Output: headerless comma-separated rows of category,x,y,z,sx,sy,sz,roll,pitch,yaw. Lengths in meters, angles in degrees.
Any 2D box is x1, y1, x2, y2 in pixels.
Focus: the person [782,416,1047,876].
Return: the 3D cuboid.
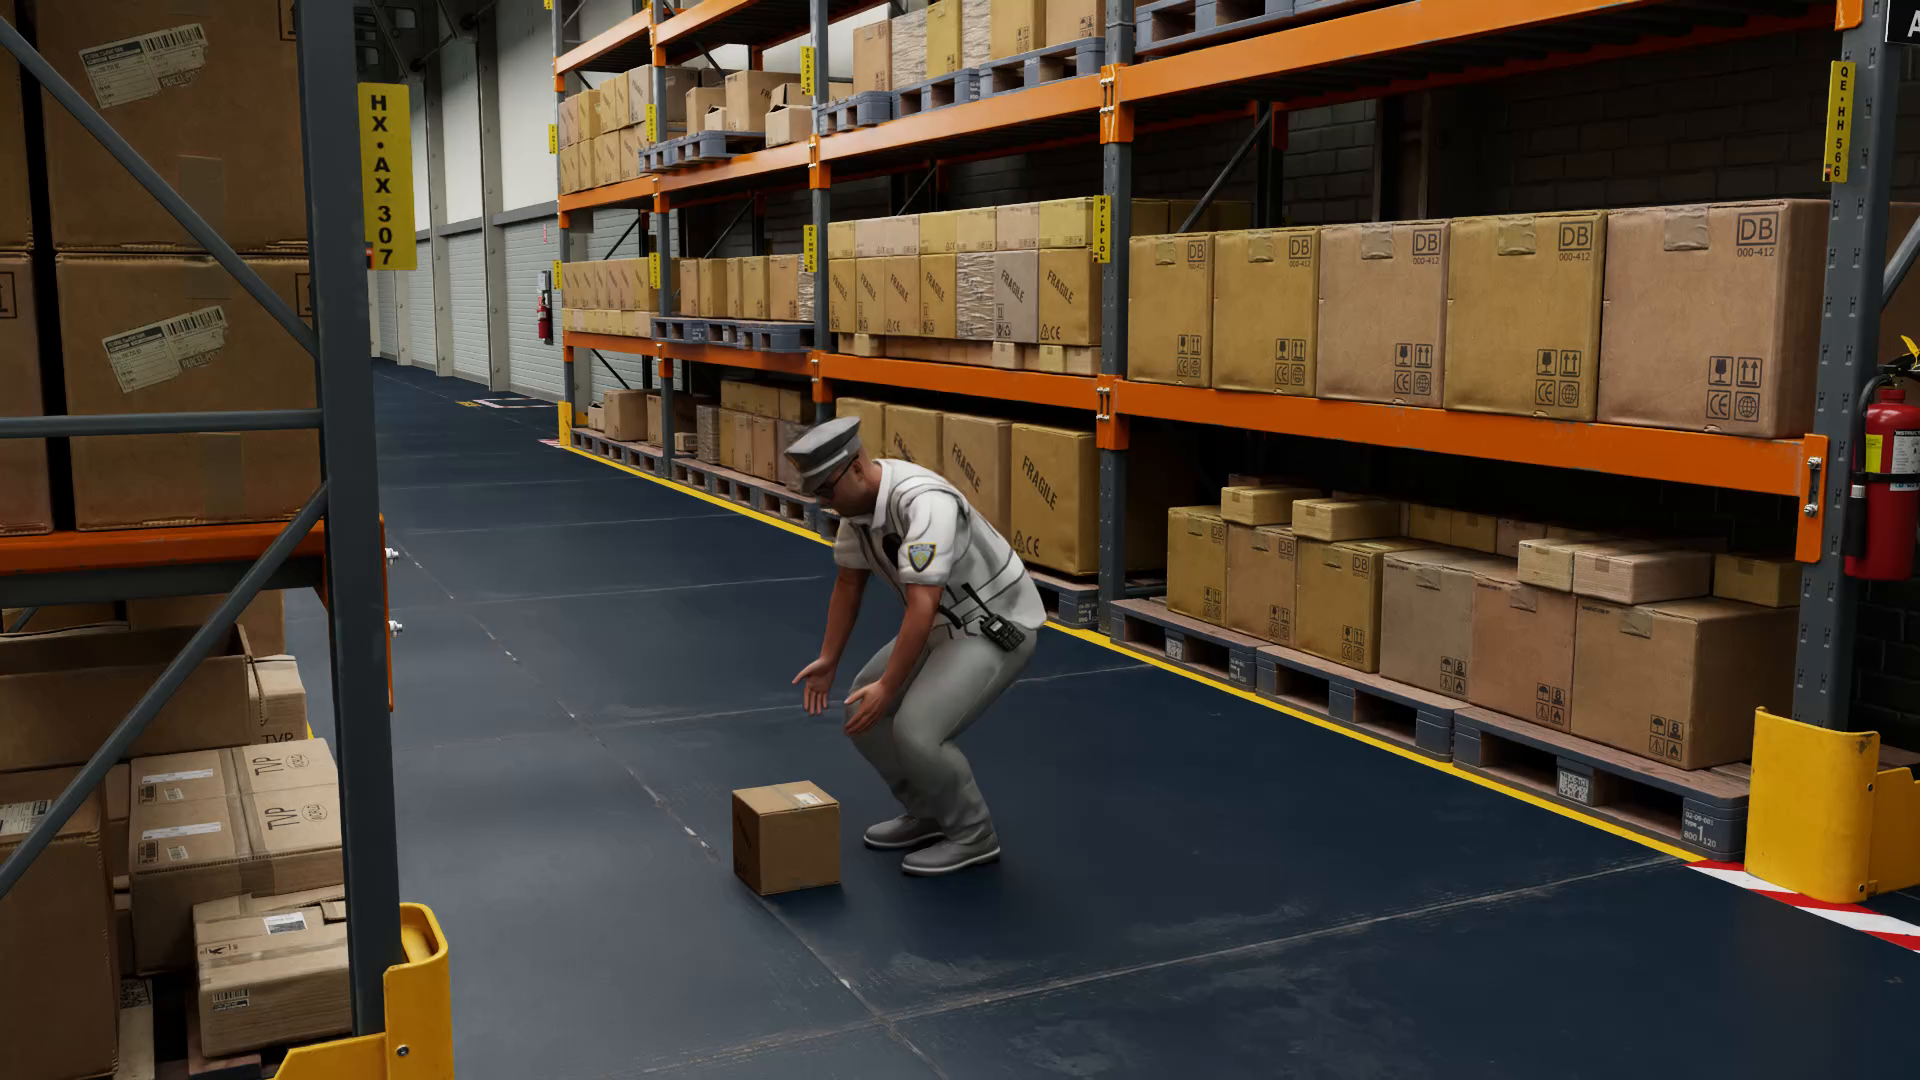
person,-0.133,0.309,5.029,0.826,1.381,0.590,-4,9,-26
